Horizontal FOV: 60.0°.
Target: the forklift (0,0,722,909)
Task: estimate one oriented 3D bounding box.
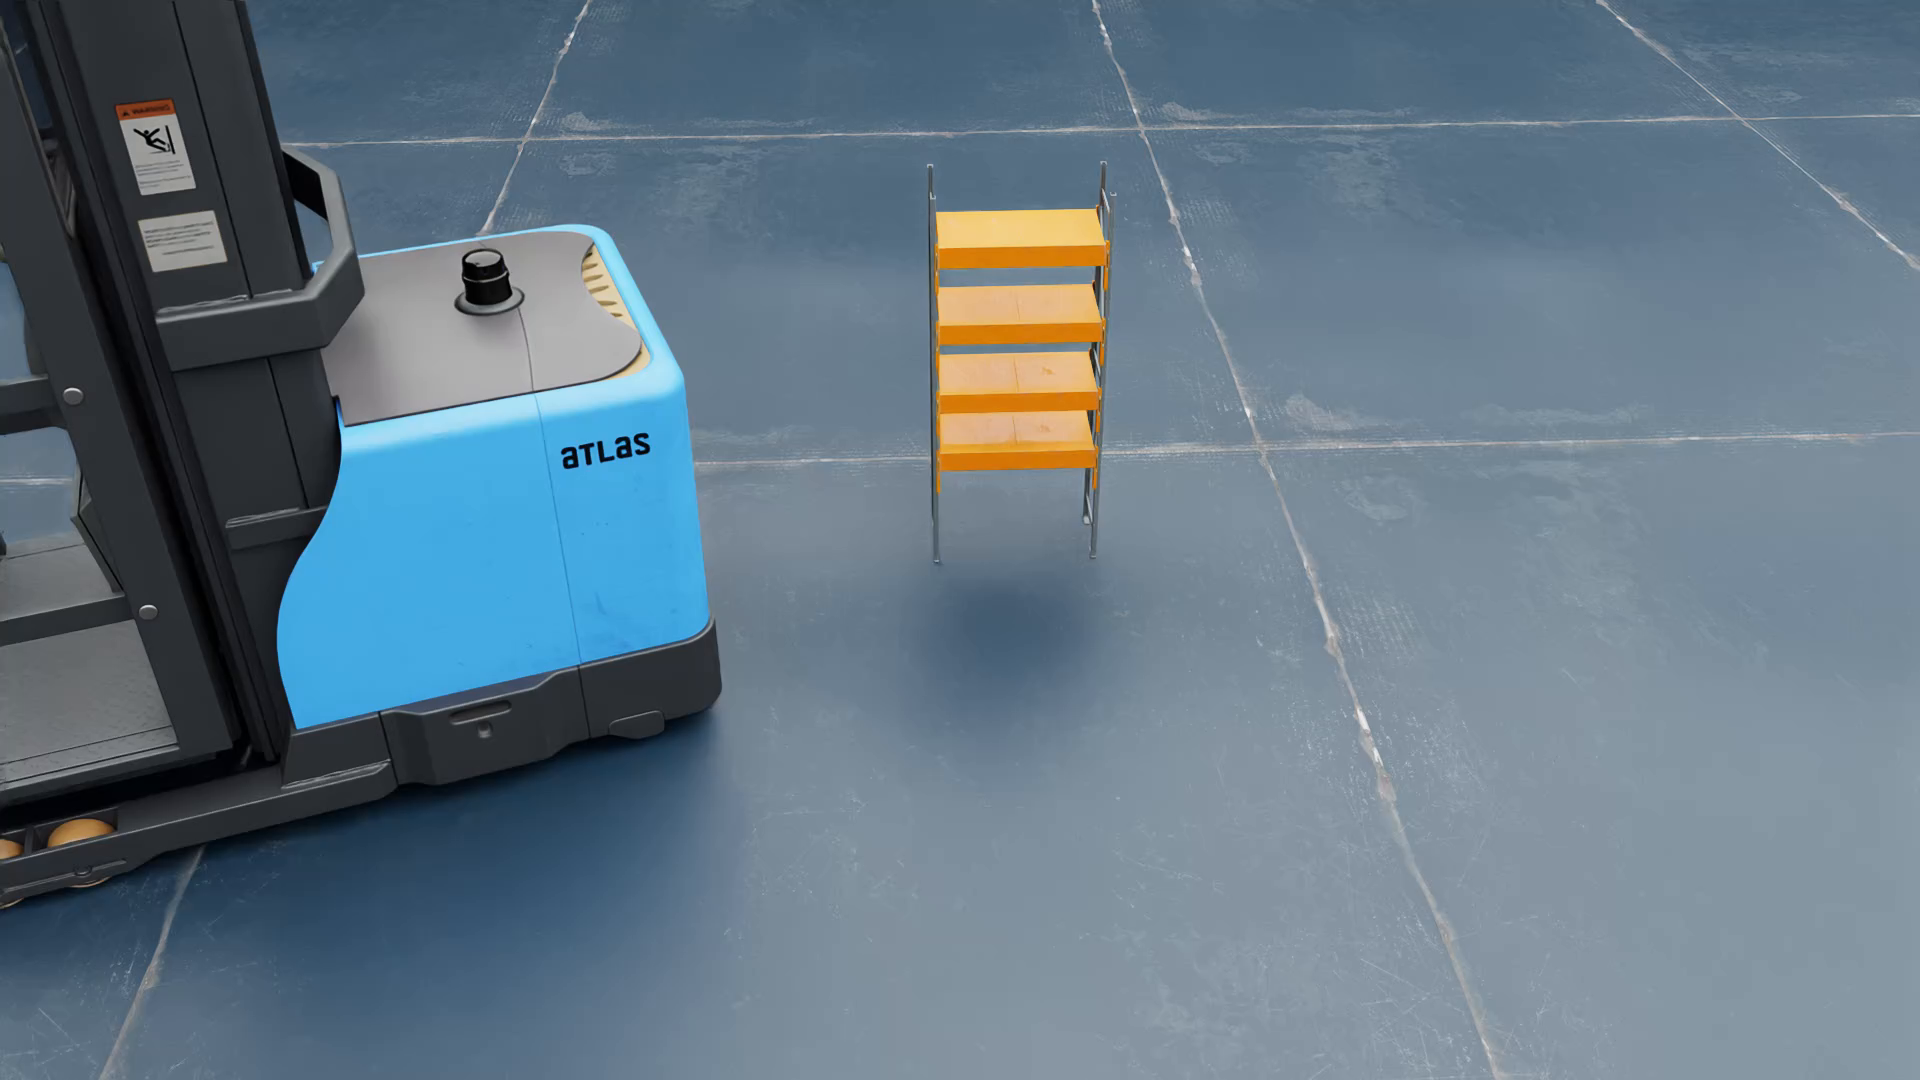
[{"bbox_3d":[-2.219,-0.665,3.635,3.031,2.935,1.130,-13,37,-18],"label":"forklift"}]

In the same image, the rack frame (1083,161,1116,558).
[{"bbox_3d":[0.409,-0.504,4.924,0.015,1.200,0.240,-2,35,-2],"label":"rack frame"}]

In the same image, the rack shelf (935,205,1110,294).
[{"bbox_3d":[0.165,-0.821,4.691,0.480,0.148,0.258,-2,35,-2],"label":"rack shelf"}]

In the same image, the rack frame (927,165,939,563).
[{"bbox_3d":[-0.078,-0.491,4.905,0.015,1.200,0.240,-2,35,-2],"label":"rack frame"}]

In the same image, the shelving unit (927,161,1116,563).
[{"bbox_3d":[0.165,-0.498,4.915,0.503,1.200,0.258,-2,35,-2],"label":"shelving unit"}]

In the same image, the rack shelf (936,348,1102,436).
[{"bbox_3d":[0.165,-0.443,4.953,0.480,0.148,0.258,-2,35,-2],"label":"rack shelf"}]

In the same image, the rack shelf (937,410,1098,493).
[{"bbox_3d":[0.165,-0.279,5.066,0.480,0.148,0.258,-2,35,-2],"label":"rack shelf"}]

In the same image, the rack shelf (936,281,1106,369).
[{"bbox_3d":[0.165,-0.626,4.826,0.480,0.148,0.258,-2,35,-2],"label":"rack shelf"}]
